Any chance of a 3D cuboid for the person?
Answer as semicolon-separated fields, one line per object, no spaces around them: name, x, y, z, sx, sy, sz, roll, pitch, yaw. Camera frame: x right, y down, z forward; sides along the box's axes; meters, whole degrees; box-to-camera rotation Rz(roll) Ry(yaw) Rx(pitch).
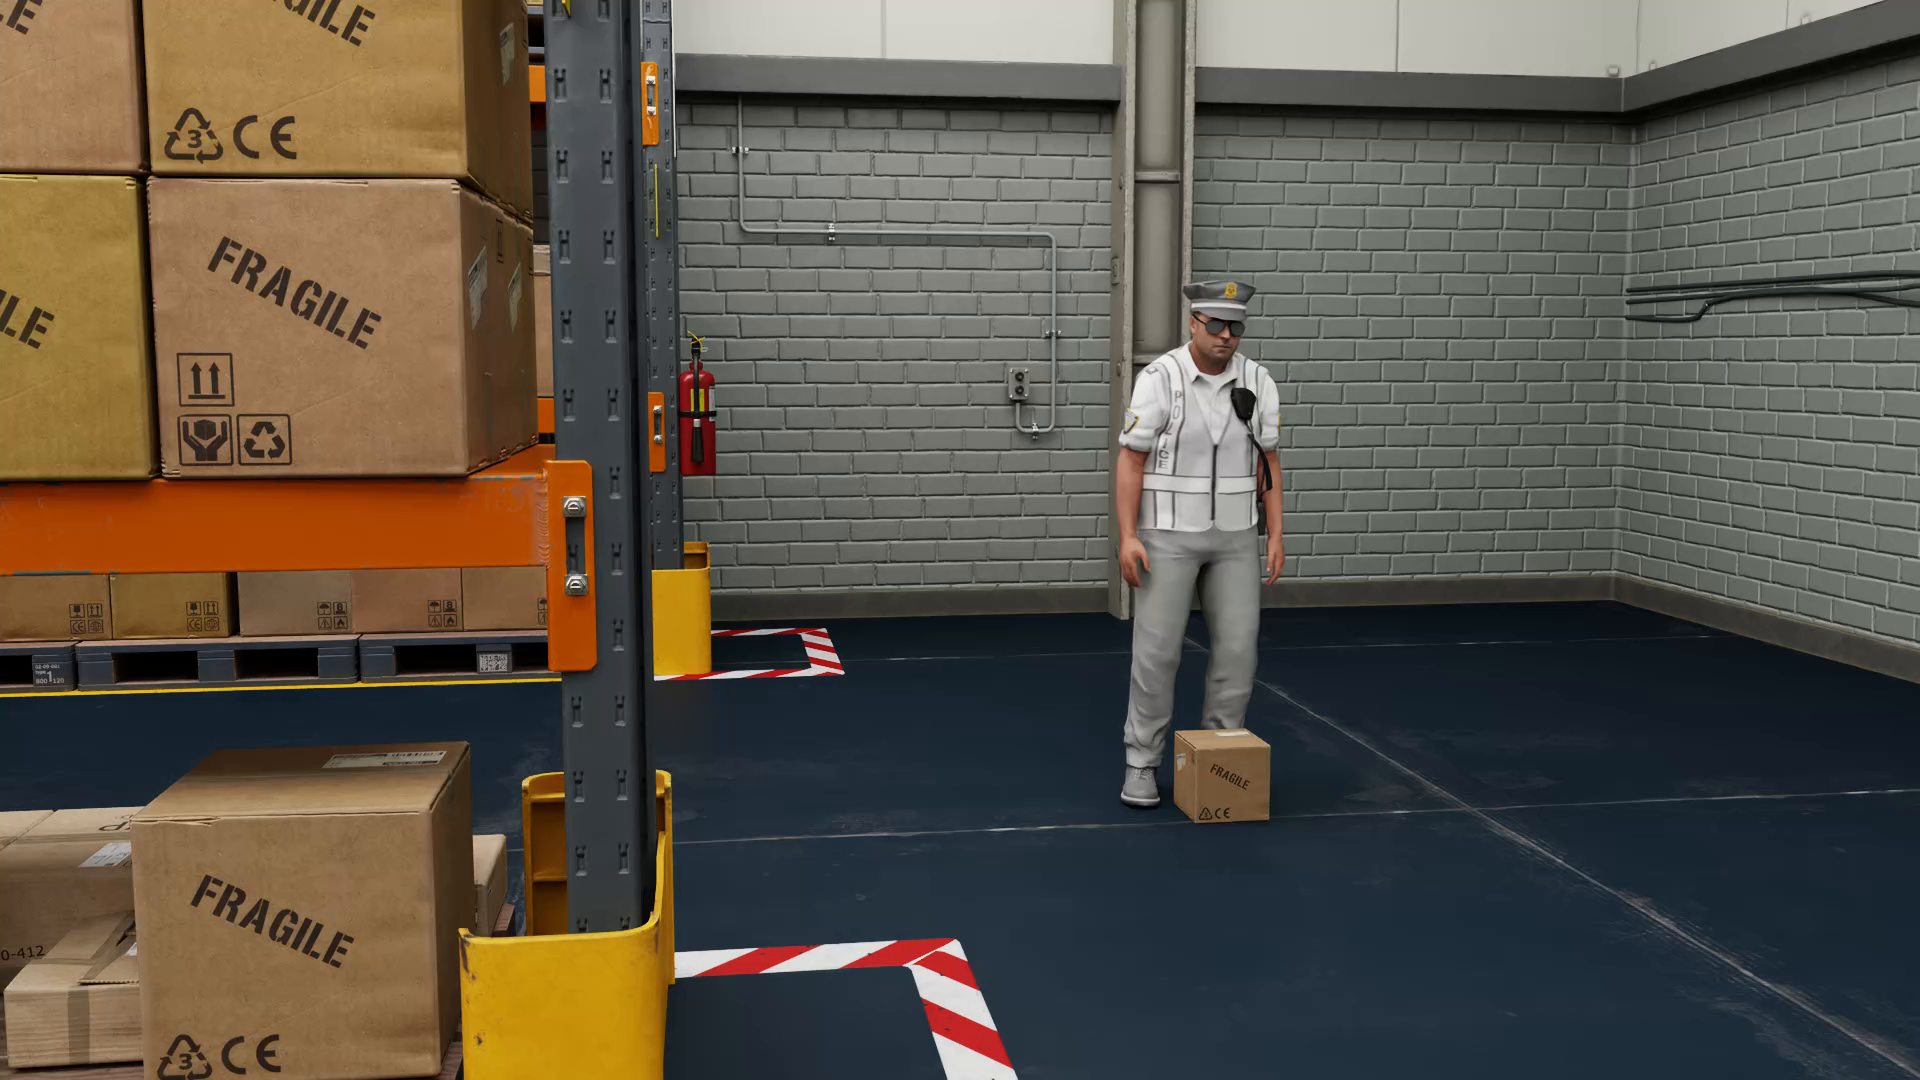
person;0.820;0.003;5.656;0.593;1.748;0.467;-1;7;-10
